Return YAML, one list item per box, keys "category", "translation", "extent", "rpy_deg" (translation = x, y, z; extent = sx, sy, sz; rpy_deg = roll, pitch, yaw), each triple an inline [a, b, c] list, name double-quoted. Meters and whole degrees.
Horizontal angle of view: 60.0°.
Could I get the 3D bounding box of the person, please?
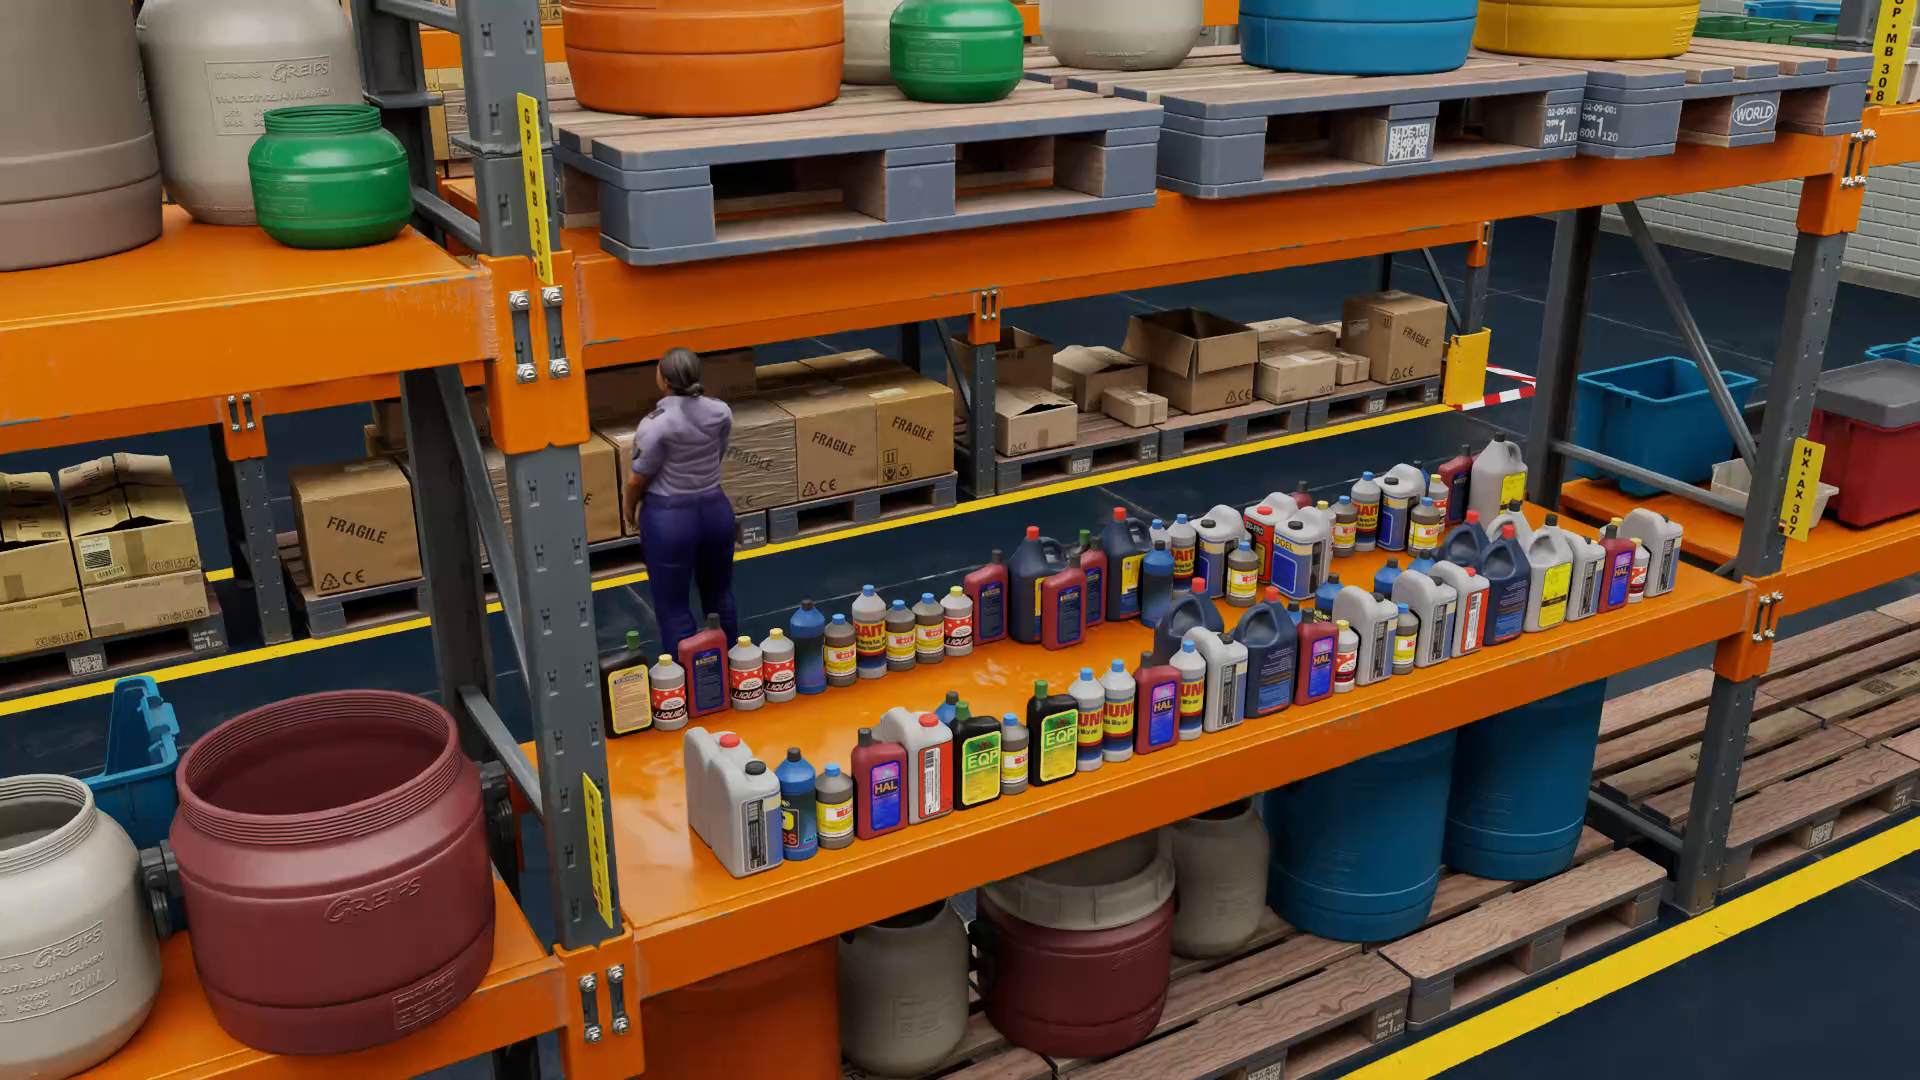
- category: "person"
  translation: [-1.215, -0.078, 7.297]
  extent: [0.532, 1.651, 0.474]
  rpy_deg: [-18, 28, -37]
